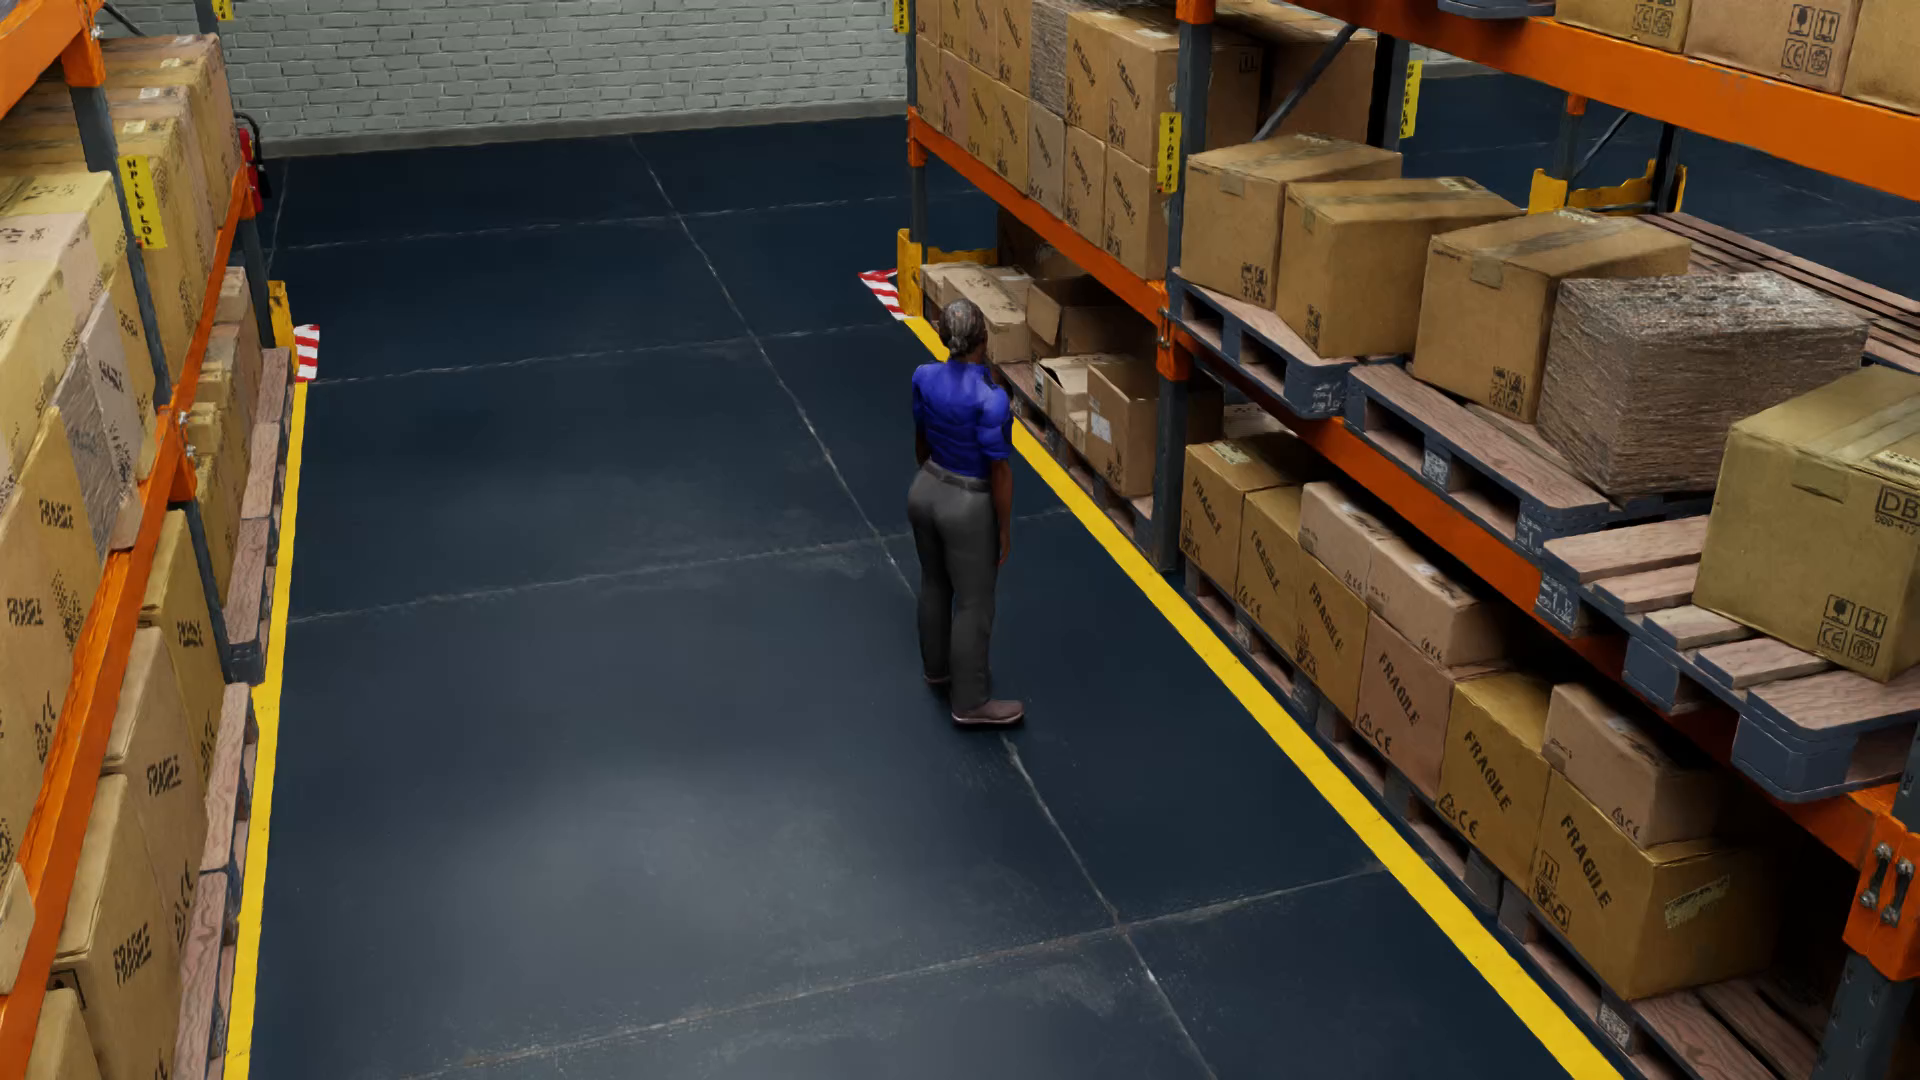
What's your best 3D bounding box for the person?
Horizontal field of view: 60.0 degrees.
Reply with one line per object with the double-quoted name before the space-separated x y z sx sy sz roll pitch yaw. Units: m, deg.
"person" 0.003 -0.139 6.252 0.493 1.588 0.319 23 35 38
